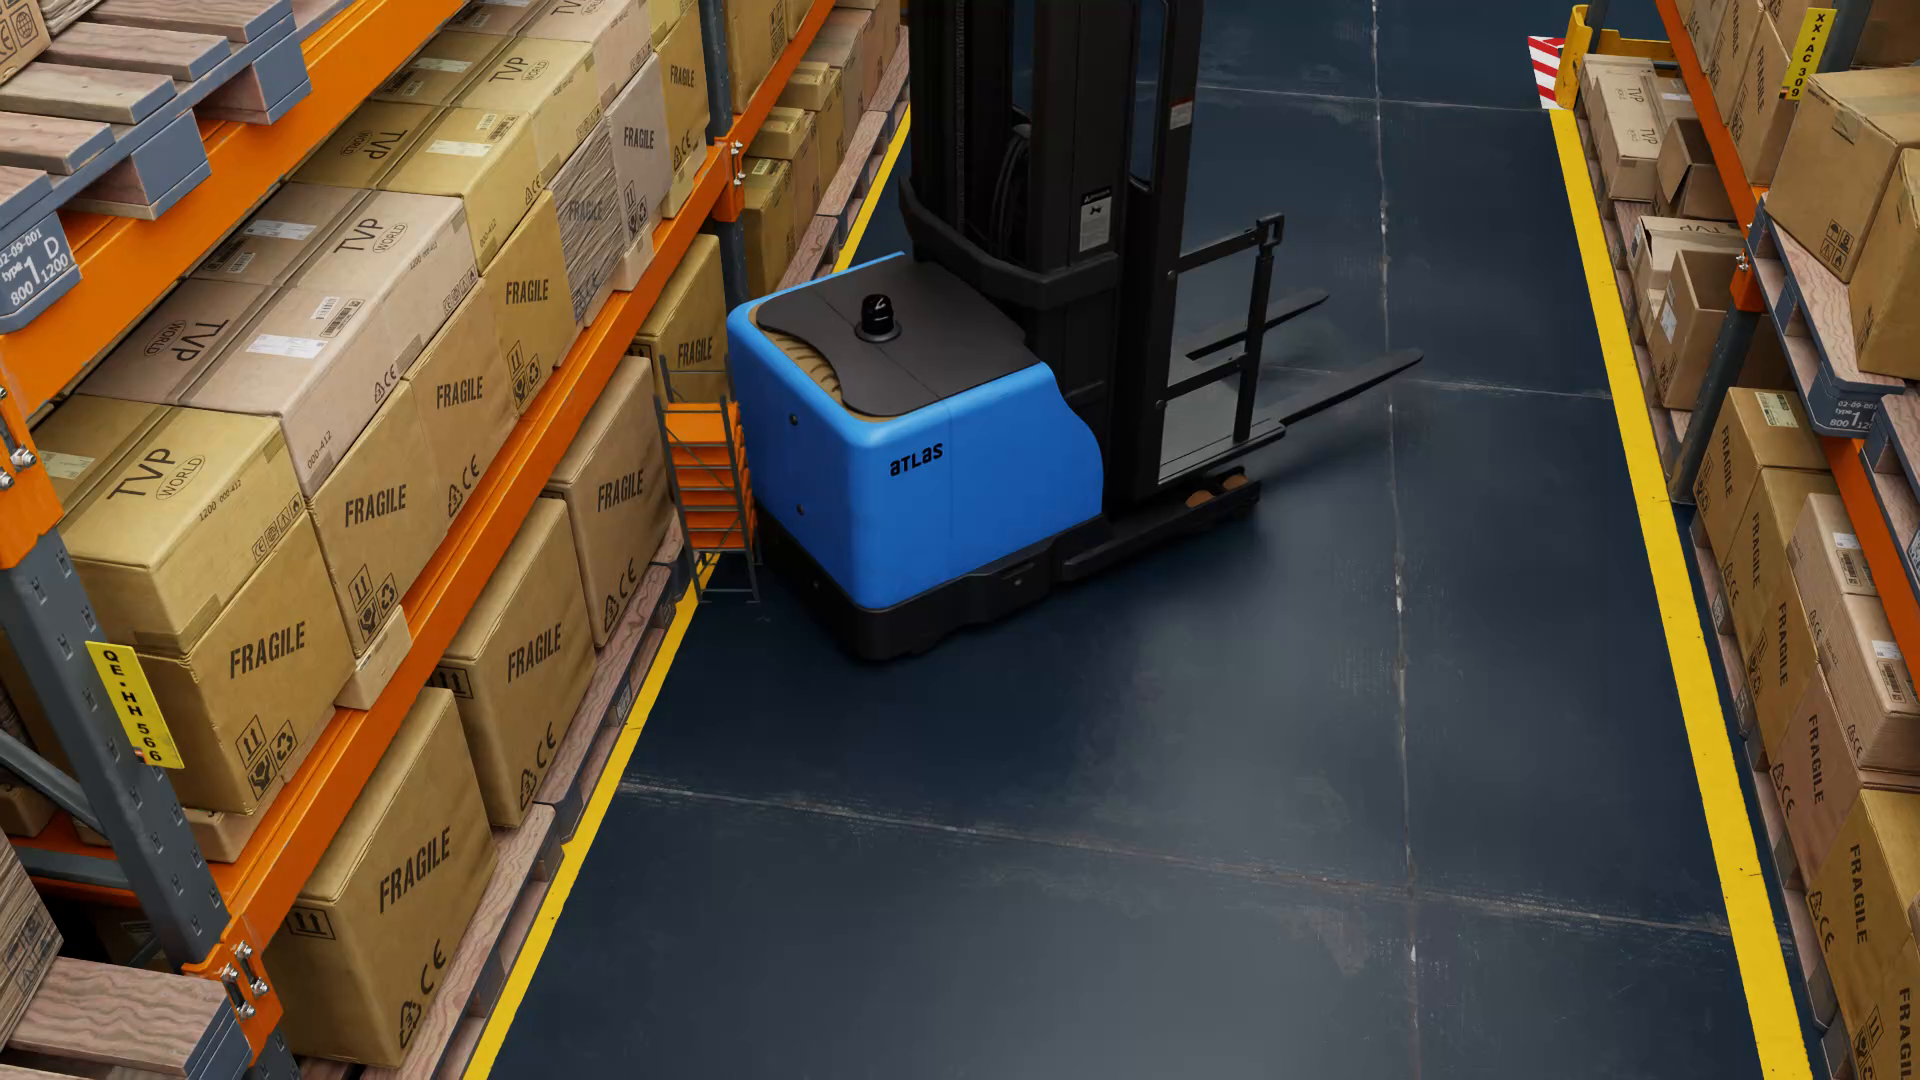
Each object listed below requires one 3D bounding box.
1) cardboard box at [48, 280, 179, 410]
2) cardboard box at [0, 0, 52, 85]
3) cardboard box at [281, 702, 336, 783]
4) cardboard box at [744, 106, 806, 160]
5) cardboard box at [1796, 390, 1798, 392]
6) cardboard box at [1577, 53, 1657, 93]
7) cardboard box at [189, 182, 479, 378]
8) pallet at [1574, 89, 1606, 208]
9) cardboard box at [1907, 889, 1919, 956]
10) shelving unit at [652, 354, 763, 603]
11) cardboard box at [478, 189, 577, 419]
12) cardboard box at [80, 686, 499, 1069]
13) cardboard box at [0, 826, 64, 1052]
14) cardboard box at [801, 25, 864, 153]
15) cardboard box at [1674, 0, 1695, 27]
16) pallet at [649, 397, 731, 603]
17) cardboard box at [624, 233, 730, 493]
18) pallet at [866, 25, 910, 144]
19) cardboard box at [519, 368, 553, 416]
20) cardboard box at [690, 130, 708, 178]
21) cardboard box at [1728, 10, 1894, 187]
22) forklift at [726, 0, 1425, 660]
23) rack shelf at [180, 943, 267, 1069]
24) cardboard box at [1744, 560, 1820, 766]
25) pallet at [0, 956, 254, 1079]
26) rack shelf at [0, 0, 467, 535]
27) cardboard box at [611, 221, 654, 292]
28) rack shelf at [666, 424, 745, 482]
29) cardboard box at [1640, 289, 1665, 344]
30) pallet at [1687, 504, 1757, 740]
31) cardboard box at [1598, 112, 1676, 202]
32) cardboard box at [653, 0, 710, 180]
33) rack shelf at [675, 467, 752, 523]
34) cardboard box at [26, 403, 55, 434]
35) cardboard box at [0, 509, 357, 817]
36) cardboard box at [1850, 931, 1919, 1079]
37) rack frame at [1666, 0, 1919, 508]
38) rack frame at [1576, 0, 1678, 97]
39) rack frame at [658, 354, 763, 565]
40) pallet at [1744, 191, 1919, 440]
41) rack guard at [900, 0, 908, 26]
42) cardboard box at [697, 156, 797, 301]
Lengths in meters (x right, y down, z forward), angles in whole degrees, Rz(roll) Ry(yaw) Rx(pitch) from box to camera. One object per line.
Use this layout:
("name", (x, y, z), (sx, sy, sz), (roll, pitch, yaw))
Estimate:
("cardboard box", (-2.191, -0.408, 3.974), (0.500, 0.250, 0.500), (5, 40, 6))
("cardboard box", (-2.081, -0.990, 2.815), (0.700, 0.500, 0.500), (3, 40, 4))
("cardboard box", (-1.770, 0.430, 4.057), (0.380, 0.149, 0.250), (7, 40, 8))
("cardboard box", (-0.946, -1.932, 7.856), (0.380, 0.149, 0.250), (8, 40, 9))
("cardboard box", (3.750, -0.660, 6.959), (0.500, 0.311, 0.500), (6, 40, 8))
("cardboard box", (3.746, -2.643, 9.485), (0.380, 0.149, 0.250), (6, 40, 8))
("cardboard box", (-1.600, -0.678, 4.300), (0.500, 0.250, 0.500), (7, 40, 8))
("pallet", (4.007, -2.174, 9.214), (1.003, 0.211, 1.213), (6, 40, 8))
("cardboard box", (2.709, 1.080, 4.118), (0.500, 0.250, 0.500), (8, 40, 9))
("shelving unit", (-0.897, -0.191, 6.030), (0.258, 1.200, 0.189), (0, 53, 0))
("cardboard box", (-1.502, -0.725, 4.945), (0.500, 0.500, 0.500), (7, 40, 9))
("cardboard box", (-1.851, 0.899, 4.666), (0.750, 0.750, 0.750), (6, 40, 7))
("cardboard box", (-2.179, 0.768, 3.044), (0.700, 0.500, 0.500), (2, 40, 2))
("cardboard box", (-0.918, -2.460, 9.003), (0.700, 0.500, 0.500), (5, 40, 6))
("cardboard box", (3.559, -2.634, 7.503), (0.500, 0.500, 0.500), (7, 40, 8))
("pallet", (-1.474, -0.264, 6.903), (1.003, 0.211, 1.213), (6, 40, 8))
("cardboard box", (-1.399, -0.742, 6.651), (0.750, 0.750, 0.750), (7, 40, 8))
("pallet", (-0.784, -2.756, 9.918), (1.003, 0.211, 1.213), (6, 40, 8))
("cardboard box", (-1.515, -0.540, 5.231), (0.380, 0.149, 0.250), (8, 40, 9))
("cardboard box", (-1.195, -1.498, 6.390), (0.380, 0.149, 0.250), (7, 40, 8))
("cardboard box", (3.298, -1.667, 6.334), (0.500, 0.500, 0.500), (7, 40, 8))
("forklift", (0.632, -1.422, 6.170), (3.031, 2.935, 1.130), (-23, 45, -26))
("rack shelf", (-2.453, 2.212, 2.285), (1.077, 0.370, 4.000), (6, 40, 8))
("cardboard box", (2.966, 0.432, 5.489), (0.500, 0.500, 0.500), (7, 40, 8))
("pallet", (-2.125, 1.212, 3.080), (1.213, 0.211, 1.003), (6, 40, 8))
("rack shelf", (-1.761, -1.454, 4.366), (1.077, 0.370, 4.000), (6, 40, 8))
("cardboard box", (-1.292, -1.007, 5.796), (0.380, 0.149, 0.250), (6, 40, 8))
("rack shelf", (-0.897, -0.309, 5.874), (0.258, 0.103, 0.180), (0, 53, 0))
("cardboard box", (3.290, -0.989, 7.484), (0.380, 0.149, 0.250), (6, 40, 8))
("pallet", (3.361, 0.302, 6.219), (1.003, 0.211, 1.213), (6, 40, 8))
("cardboard box", (3.610, -1.970, 8.591), (0.500, 0.250, 0.500), (6, 40, 8))
("cardboard box", (-1.247, -1.674, 6.093), (0.500, 0.500, 0.500), (6, 40, 7))
("rack shelf", (-0.897, -0.164, 6.065), (0.258, 0.103, 0.180), (0, 53, 0))
("cardboard box", (-2.284, -0.084, 3.581), (0.500, 0.250, 0.500), (7, 40, 9))
("cardboard box", (-1.771, 0.242, 3.776), (0.500, 0.500, 0.500), (8, 40, 9))
("cardboard box", (2.703, 1.404, 4.314), (0.500, 0.500, 0.500), (8, 40, 9))
("rack frame", (3.465, -1.287, 5.952), (1.000, 3.000, 0.127), (6, 40, 8))
("rack frame", (4.157, -3.797, 8.989), (1.000, 3.000, 0.127), (6, 40, 8))
("rack frame", (-0.897, -0.264, 6.085), (0.240, 1.200, 0.006), (0, 53, 0))
("pallet", (3.219, -0.723, 5.422), (1.003, 0.211, 1.213), (6, 40, 8))
("rack guard", (-0.719, -3.393, 10.461), (1.175, 0.500, 0.348), (6, 40, 8))
("cardboard box", (-1.185, -1.487, 7.827), (0.700, 0.500, 0.500), (7, 40, 8))
